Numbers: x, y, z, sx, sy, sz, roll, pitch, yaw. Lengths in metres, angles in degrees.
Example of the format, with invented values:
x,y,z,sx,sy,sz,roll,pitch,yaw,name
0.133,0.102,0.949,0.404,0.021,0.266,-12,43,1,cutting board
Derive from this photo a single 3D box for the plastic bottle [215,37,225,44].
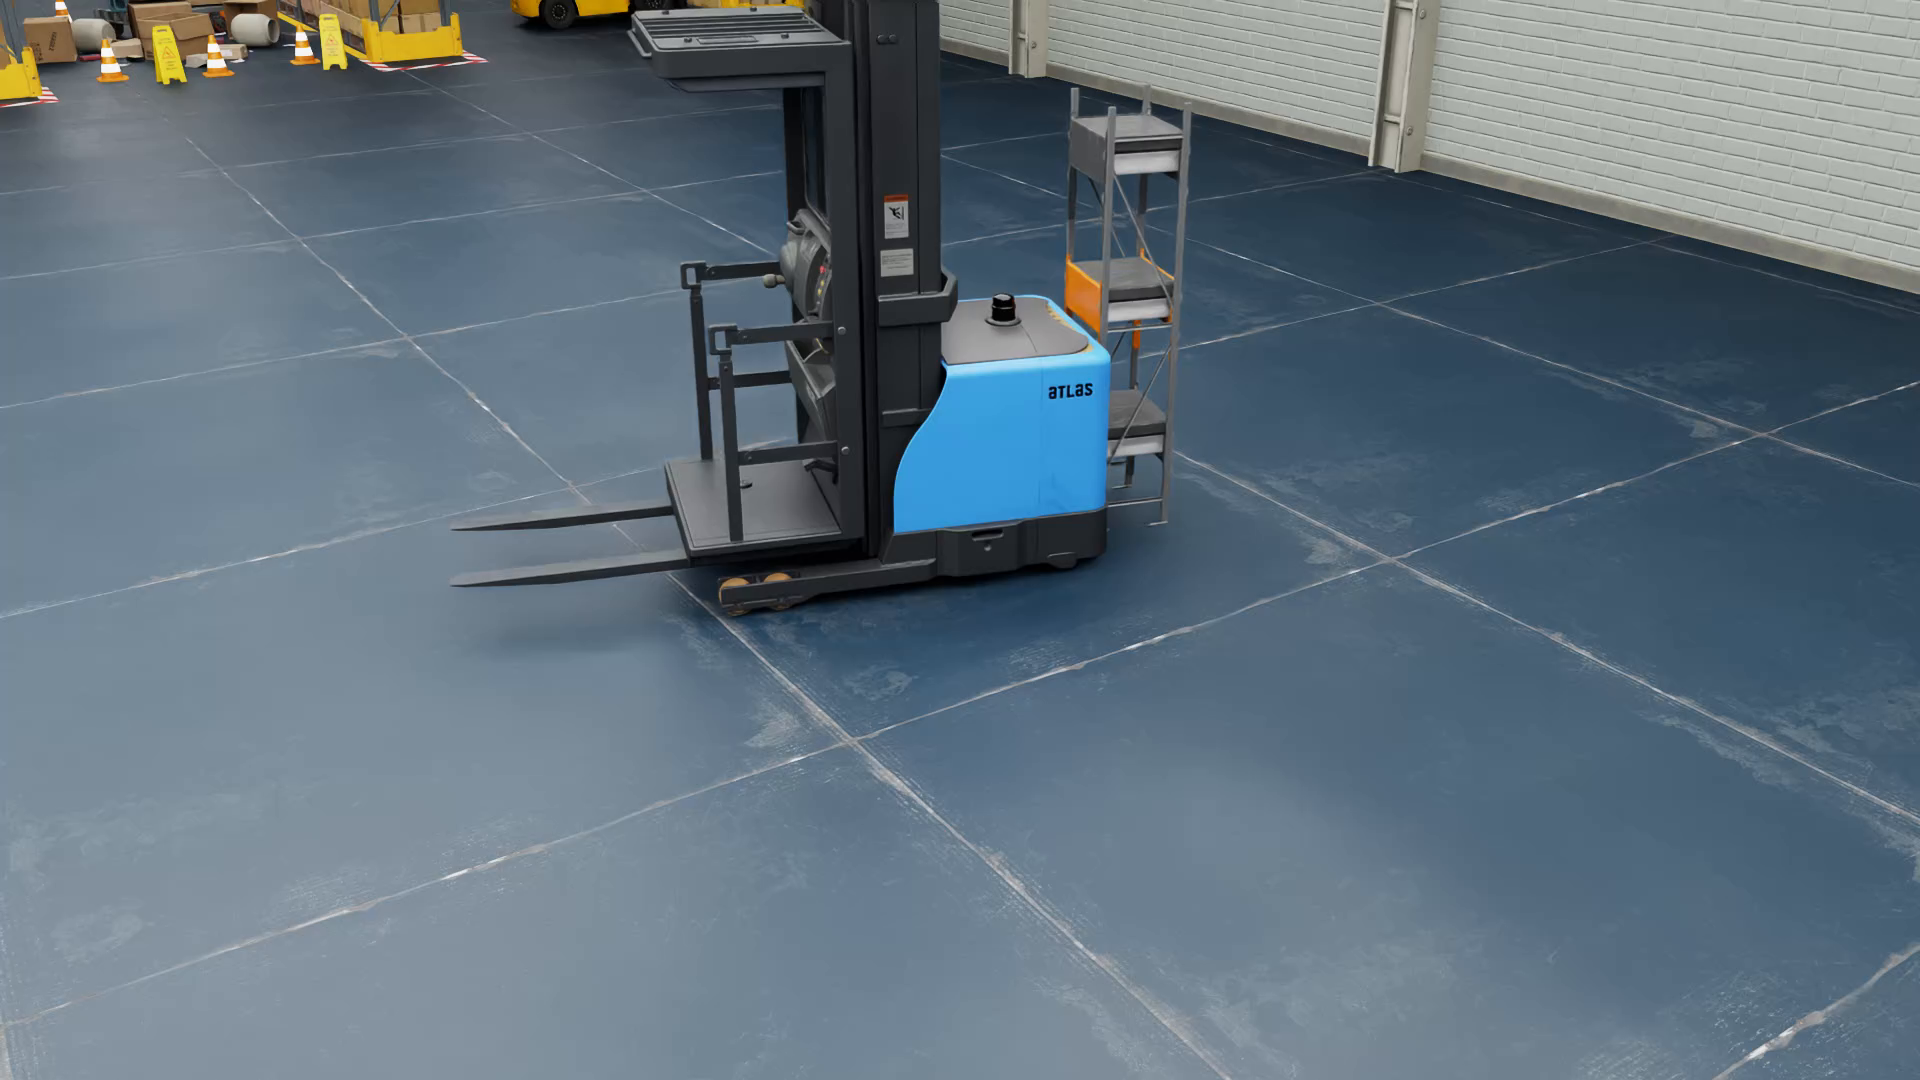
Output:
x,y,z,sx,sy,sz,roll,pitch,yaw,name
-10.027,-6.759,22.497,0.133,0.061,0.283,-10,27,-21,plastic bottle

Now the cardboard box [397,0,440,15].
x,y,z,sx,sy,sz,roll,pitch,yaw,name
-7.199,-7.203,21.845,0.500,0.500,0.500,-17,30,-31,cardboard box

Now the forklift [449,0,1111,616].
x,y,z,sx,sy,sz,roll,pitch,yaw,name
-0.872,-1.234,7.431,3.031,2.935,1.130,-7,26,-14,forklift

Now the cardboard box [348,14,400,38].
x,y,z,sx,sy,sz,roll,pitch,yaw,name
-7.656,-6.738,21.738,0.500,0.250,0.500,-16,29,-30,cardboard box

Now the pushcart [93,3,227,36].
x,y,z,sx,sy,sz,roll,pitch,yaw,name
-11.043,-7.252,23.170,0.936,0.377,1.648,18,31,33,pushcart

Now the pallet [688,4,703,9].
x,y,z,sx,sy,sz,roll,pitch,yaw,name
-3.272,-7.717,24.350,1.003,0.211,1.213,-16,29,-30,pallet

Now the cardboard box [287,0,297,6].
x,y,z,sx,sy,sz,roll,pitch,yaw,name
-9.448,-8.176,24.641,0.950,0.372,0.625,-15,29,-29,cardboard box

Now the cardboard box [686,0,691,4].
x,y,z,sx,sy,sz,roll,pitch,yaw,name
-3.870,-8.116,24.658,0.500,0.250,0.500,-15,29,-29,cardboard box

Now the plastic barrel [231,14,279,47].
x,y,z,sx,sy,sz,roll,pitch,yaw,name
-9.373,-6.777,22.110,0.512,0.421,0.421,3,25,6,plastic barrel

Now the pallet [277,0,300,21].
x,y,z,sx,sy,sz,roll,pitch,yaw,name
-9.586,-8.004,24.958,1.003,0.211,1.213,-16,29,-30,pallet

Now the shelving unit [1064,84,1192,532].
x,y,z,sx,sy,sz,roll,pitch,yaw,name
0.787,-1.108,8.137,0.431,2.100,0.503,-7,26,-15,shelving unit

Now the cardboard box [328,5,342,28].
x,y,z,sx,sy,sz,roll,pitch,yaw,name
-8.210,-7.102,22.510,0.500,0.250,0.500,-17,30,-31,cardboard box

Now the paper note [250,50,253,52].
x,y,z,sx,sy,sz,roll,pitch,yaw,name
-9.312,-6.421,21.840,0.032,0.001,0.123,-16,29,-30,paper note

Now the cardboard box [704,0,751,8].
x,y,z,sx,sy,sz,roll,pitch,yaw,name
-3.341,-7.755,23.893,0.500,0.250,0.500,-15,29,-29,cardboard box

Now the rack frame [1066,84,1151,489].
x,y,z,sx,sy,sz,roll,pitch,yaw,name
0.719,-1.208,8.348,0.400,2.100,0.015,-7,26,-15,rack frame

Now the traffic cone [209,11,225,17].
x,y,z,sx,sy,sz,roll,pitch,yaw,name
-11.010,-7.957,24.563,0.336,0.463,0.334,-16,29,-30,traffic cone

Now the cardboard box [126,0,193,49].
x,y,z,sx,sy,sz,roll,pitch,yaw,name
-10.574,-6.860,22.032,0.797,0.637,0.503,-16,29,-30,cardboard box

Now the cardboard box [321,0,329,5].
x,y,z,sx,sy,sz,roll,pitch,yaw,name
-8.480,-7.624,22.737,0.500,0.500,0.500,-14,29,-27,cardboard box

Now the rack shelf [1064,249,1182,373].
x,y,z,sx,sy,sz,roll,pitch,yaw,name
0.787,-1.095,8.142,0.431,0.518,0.480,-7,26,-15,rack shelf

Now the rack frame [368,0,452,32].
x,y,z,sx,sy,sz,roll,pitch,yaw,name
-6.976,-7.556,20.743,1.000,3.000,0.127,-16,29,-30,rack frame

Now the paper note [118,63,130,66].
x,y,z,sx,sy,sz,roll,pitch,yaw,name
-10.479,-5.965,20.851,0.144,0.017,0.142,-6,26,-12,paper note

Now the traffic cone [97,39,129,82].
x,y,z,sx,sy,sz,roll,pitch,yaw,name
-10.169,-5.740,19.867,0.336,0.463,0.334,-16,29,-30,traffic cone

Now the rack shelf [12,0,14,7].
x,y,z,sx,sy,sz,roll,pitch,yaw,name
-12.160,-6.757,19.891,1.077,0.370,4.000,-16,29,-30,rack shelf

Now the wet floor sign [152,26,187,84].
x,y,z,sx,sy,sz,roll,pitch,yaw,name
-9.394,-5.753,19.681,0.267,0.644,0.232,-22,33,-38,wet floor sign

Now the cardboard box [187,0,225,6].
x,y,z,sx,sy,sz,roll,pitch,yaw,name
-10.635,-7.773,23.244,0.500,0.500,0.500,-16,29,-30,cardboard box

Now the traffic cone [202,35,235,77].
x,y,z,sx,sy,sz,roll,pitch,yaw,name
-9.036,-5.882,20.168,0.336,0.463,0.334,-16,29,-30,traffic cone

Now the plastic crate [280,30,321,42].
x,y,z,sx,sy,sz,roll,pitch,yaw,name
-8.990,-6.914,22.802,0.583,0.080,0.402,18,31,33,plastic crate

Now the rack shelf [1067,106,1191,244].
x,y,z,sx,sy,sz,roll,pitch,yaw,name
0.787,-1.728,7.844,0.431,0.518,0.480,-7,26,-15,rack shelf

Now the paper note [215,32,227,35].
x,y,z,sx,sy,sz,roll,pitch,yaw,name
-10.300,-7.057,23.163,0.148,0.019,0.142,-16,29,-30,paper note

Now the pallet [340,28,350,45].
x,y,z,sx,sy,sz,roll,pitch,yaw,name
-8.094,-7.057,22.952,1.003,0.211,1.213,-16,29,-30,pallet

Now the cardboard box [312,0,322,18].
x,y,z,sx,sy,sz,roll,pitch,yaw,name
-8.763,-7.471,23.291,0.500,0.250,0.500,-14,29,-27,cardboard box

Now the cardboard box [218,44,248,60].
x,y,z,sx,sy,sz,roll,pitch,yaw,name
-9.384,-6.265,21.347,0.380,0.149,0.250,-1,25,-3,cardboard box

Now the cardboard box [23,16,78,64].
x,y,z,sx,sy,sz,roll,pitch,yaw,name
-11.545,-6.352,21.117,0.500,0.500,0.500,-10,27,-21,cardboard box

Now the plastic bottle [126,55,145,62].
x,y,z,sx,sy,sz,roll,pitch,yaw,name
-10.510,-6.128,21.158,0.283,0.061,0.133,18,31,33,plastic bottle

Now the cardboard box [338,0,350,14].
x,y,z,sx,sy,sz,roll,pitch,yaw,name
-7.920,-7.253,21.952,0.500,0.500,0.500,-14,29,-28,cardboard box

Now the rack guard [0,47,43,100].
x,y,z,sx,sy,sz,roll,pitch,yaw,name
-11.056,-5.228,18.738,1.175,0.500,0.348,-16,29,-30,rack guard

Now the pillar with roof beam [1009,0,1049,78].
x,y,z,sx,sy,sz,roll,pitch,yaw,name
-2.776,-8.737,16.216,9.100,9.000,0.400,-16,29,-30,pillar with roof beam
